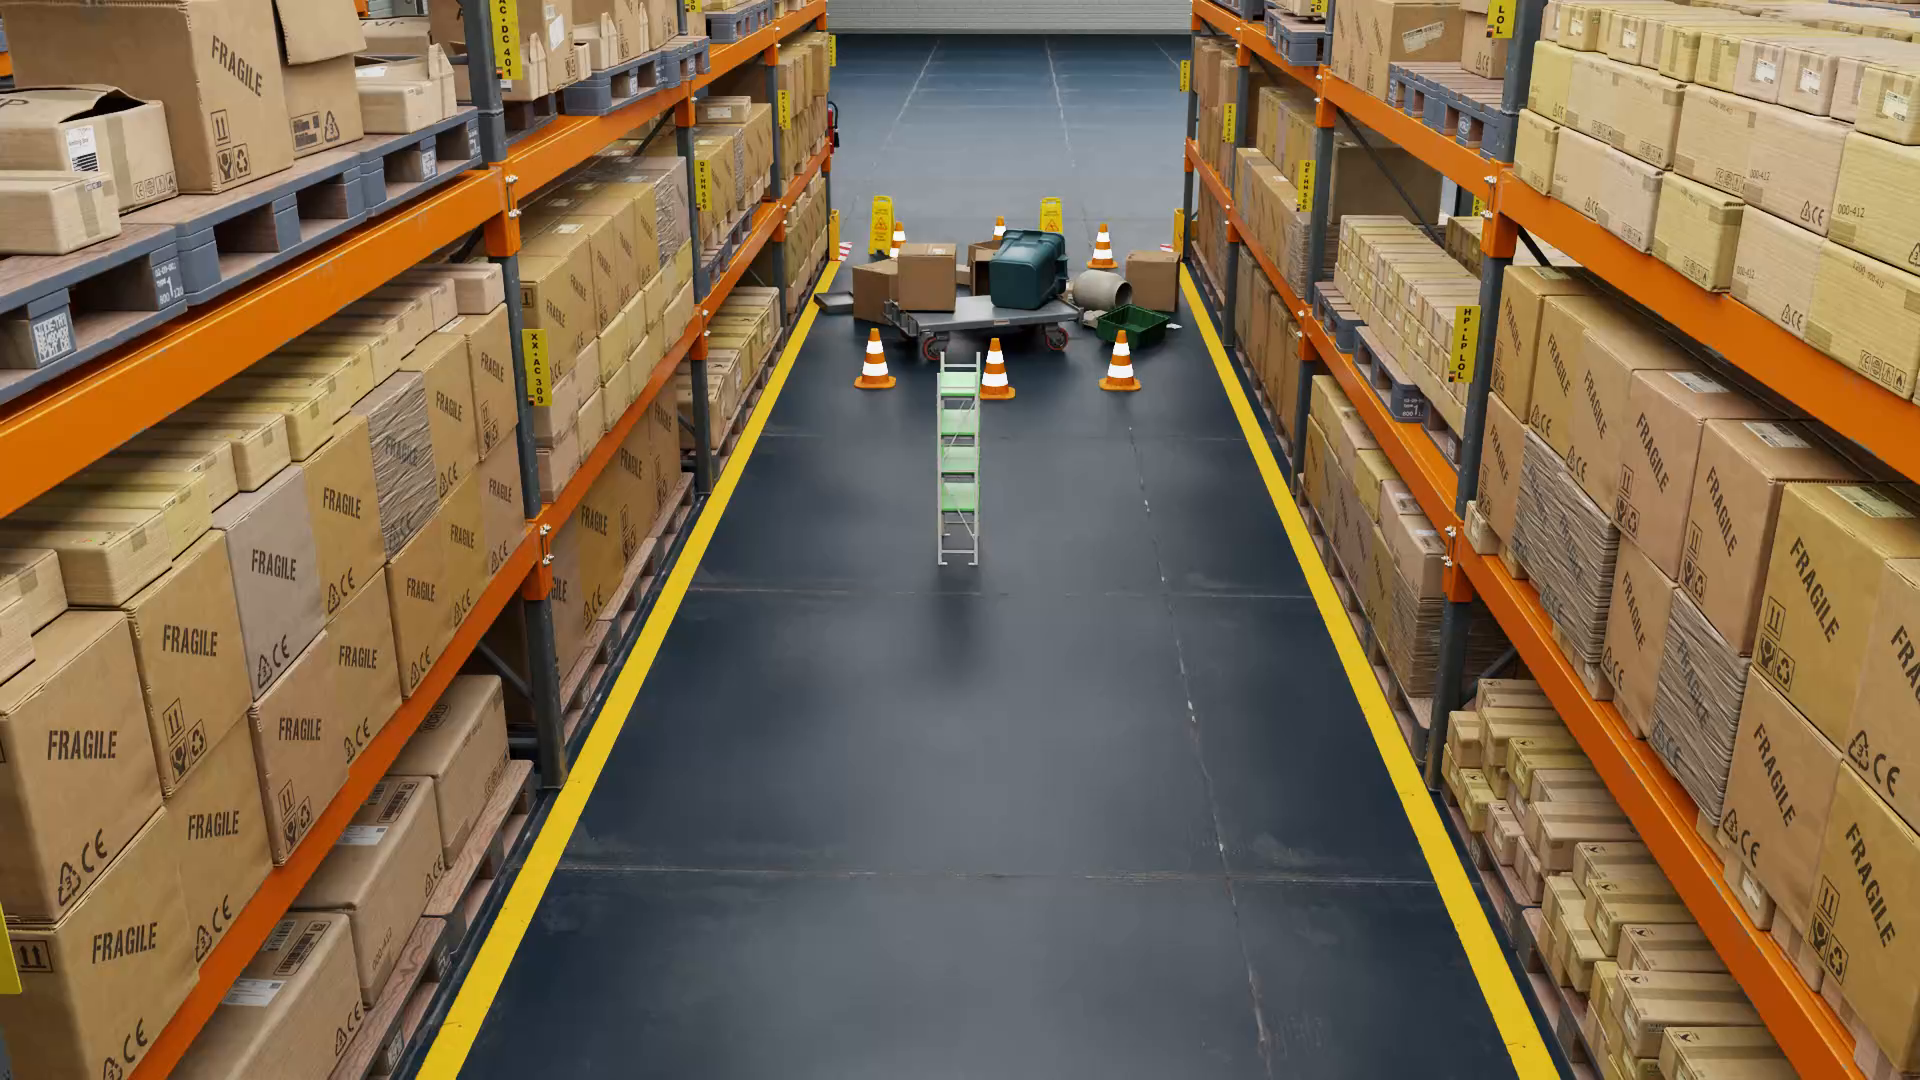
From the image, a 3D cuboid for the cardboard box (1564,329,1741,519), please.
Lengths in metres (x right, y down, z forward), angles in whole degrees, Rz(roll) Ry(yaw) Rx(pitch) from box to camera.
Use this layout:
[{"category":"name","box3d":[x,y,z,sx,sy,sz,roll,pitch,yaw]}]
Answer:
[{"category":"cardboard box","box3d":[2.333,-0.385,5.443,0.500,0.500,0.500,1,21,3]}]

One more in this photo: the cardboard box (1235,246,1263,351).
[{"category":"cardboard box","box3d":[2.951,-2.078,14.266,1.050,0.750,0.750,1,21,1]}]

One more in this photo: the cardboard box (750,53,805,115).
[{"category":"cardboard box","box3d":[-1.803,-4.167,15.189,0.700,0.500,0.500,1,21,2]}]

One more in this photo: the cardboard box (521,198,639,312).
[{"category":"cardboard box","box3d":[-1.998,-1.503,8.735,0.500,0.500,0.500,0,21,1]}]

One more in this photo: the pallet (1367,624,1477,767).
[{"category":"pallet","box3d":[2.659,0.755,8.291,1.003,0.211,1.213,1,21,2]}]

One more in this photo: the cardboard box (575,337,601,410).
[{"category":"cardboard box","box3d":[-2.031,-0.789,7.933,0.500,0.250,0.500,1,21,2]}]

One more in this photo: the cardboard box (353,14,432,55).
[{"category":"cardboard box","box3d":[-2.497,-2.155,7.332,0.500,0.311,0.500,1,21,2]}]

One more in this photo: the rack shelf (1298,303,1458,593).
[{"category":"rack shelf","box3d":[2.698,-0.651,9.055,1.077,0.370,4.000,1,21,2]}]

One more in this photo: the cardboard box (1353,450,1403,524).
[{"category":"cardboard box","box3d":[2.438,-0.293,8.975,0.500,0.250,0.500,0,21,-1]}]

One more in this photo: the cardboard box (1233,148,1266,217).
[{"category":"cardboard box","box3d":[2.595,-3.016,14.016,0.500,0.500,0.500,1,21,2]}]

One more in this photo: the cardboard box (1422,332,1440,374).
[{"category":"cardboard box","box3d":[2.473,-0.911,8.085,0.380,0.149,0.250,0,21,0]}]

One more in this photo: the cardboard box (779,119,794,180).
[{"category":"cardboard box","box3d":[-1.779,-3.515,14.893,0.500,0.500,0.500,1,21,1]}]

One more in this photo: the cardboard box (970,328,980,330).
[{"category":"cardboard box","box3d":[0.099,-2.170,15.755,0.258,0.266,0.396,-16,26,-35]}]

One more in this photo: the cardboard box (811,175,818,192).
[{"category":"cardboard box","box3d":[-1.667,-3.669,17.126,0.380,0.149,0.250,1,21,3]}]

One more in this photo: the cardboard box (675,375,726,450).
[{"category":"cardboard box","box3d":[-2.165,-0.903,11.761,0.950,0.372,0.625,-1,21,-2]}]

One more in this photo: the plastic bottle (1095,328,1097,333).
[{"category":"plastic bottle","box3d":[1.380,-1.903,15.348,0.133,0.061,0.283,-11,24,-26]}]

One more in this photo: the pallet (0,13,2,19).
[{"category":"pallet","box3d":[-7.191,-3.742,12.141,1.003,0.211,1.213,2,21,4]}]

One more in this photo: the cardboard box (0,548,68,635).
[{"category":"cardboard box","box3d":[-2.211,0.129,3.633,0.380,0.149,0.250,1,21,3]}]

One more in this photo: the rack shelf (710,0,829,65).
[{"category":"rack shelf","box3d":[-2.010,-4.960,16.014,1.077,0.370,4.000,1,21,2]}]

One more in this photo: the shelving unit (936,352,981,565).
[{"category":"shelving unit","box3d":[-0.005,-0.500,10.158,0.258,1.200,0.503,1,21,2]}]

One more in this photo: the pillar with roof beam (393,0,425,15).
[{"category":"pillar with roof beam","box3d":[-3.347,-9.351,22.188,9.100,9.000,0.400,1,21,2]}]

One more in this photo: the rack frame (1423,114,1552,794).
[{"category":"rack frame","box3d":[2.637,-0.264,7.061,1.000,3.000,0.127,1,21,2]}]

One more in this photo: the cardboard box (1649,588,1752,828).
[{"category":"cardboard box","box3d":[2.298,0.463,4.641,0.500,0.500,0.500,1,21,2]}]

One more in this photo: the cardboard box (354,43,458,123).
[{"category":"cardboard box","box3d":[-2.013,-1.625,5.891,0.396,0.266,0.258,1,21,3]}]

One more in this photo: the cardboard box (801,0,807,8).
[{"category":"cardboard box","box3d":[-1.682,-5.214,16.020,0.380,0.149,0.250,0,21,1]}]

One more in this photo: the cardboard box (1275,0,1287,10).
[{"category":"cardboard box","box3d":[2.532,-4.029,11.762,0.500,0.500,0.500,1,21,2]}]

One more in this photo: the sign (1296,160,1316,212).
[{"category":"sign","box3d":[2.204,-2.255,10.592,0.100,0.325,0.005,1,21,2]}]

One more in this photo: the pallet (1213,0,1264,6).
[{"category":"pallet","box3d":[2.955,-5.249,15.886,1.003,0.211,1.213,1,21,2]}]

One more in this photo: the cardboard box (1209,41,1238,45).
[{"category":"cardboard box","box3d":[3.027,-4.842,17.161,0.875,0.550,0.550,1,21,2]}]

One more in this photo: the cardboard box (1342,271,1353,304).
[{"category":"cardboard box","box3d":[2.535,-1.532,10.097,0.380,0.149,0.250,2,21,4]}]

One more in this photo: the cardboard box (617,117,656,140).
[{"category":"cardboard box","box3d":[-2.424,-3.006,12.102,0.380,0.149,0.250,0,21,-1]}]

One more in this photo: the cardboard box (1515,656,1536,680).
[{"category":"cardboard box","box3d":[2.924,0.442,8.119,0.500,0.500,0.500,1,21,4]}]

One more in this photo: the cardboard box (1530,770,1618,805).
[{"category":"cardboard box","box3d":[2.408,1.000,6.343,0.380,0.149,0.250,0,21,0]}]

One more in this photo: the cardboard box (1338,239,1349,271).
[{"category":"cardboard box","box3d":[2.543,-1.755,10.260,0.380,0.149,0.250,2,21,4]}]

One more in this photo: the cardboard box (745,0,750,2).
[{"category":"cardboard box","box3d":[-1.944,-4.486,13.423,0.500,0.250,0.500,0,21,1]}]

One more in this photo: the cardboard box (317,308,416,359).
[{"category":"cardboard box","box3d":[-2.129,-0.706,5.784,0.380,0.149,0.250,0,21,1]}]

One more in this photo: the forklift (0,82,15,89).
[{"category":"forklift","box3d":[-4.886,-1.125,9.378,1.130,2.935,3.031,0,21,0]}]

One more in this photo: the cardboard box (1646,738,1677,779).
[{"category":"cardboard box","box3d":[2.362,0.618,5.137,0.380,0.149,0.250,1,21,3]}]

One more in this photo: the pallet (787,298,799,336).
[{"category":"pallet","box3d":[-2.085,-2.117,15.694,1.003,0.211,1.213,1,21,2]}]

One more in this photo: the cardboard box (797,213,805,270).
[{"category":"cardboard box","box3d":[-1.778,-2.842,15.890,0.500,0.500,0.500,1,21,4]}]

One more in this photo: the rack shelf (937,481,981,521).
[{"category":"rack shelf","box3d":[-0.005,-0.216,10.268,0.258,0.148,0.480,1,21,2]}]

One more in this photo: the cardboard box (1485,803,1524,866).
[{"category":"cardboard box","box3d":[2.341,1.185,6.690,0.380,0.149,0.250,1,21,1]}]

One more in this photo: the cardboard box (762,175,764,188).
[{"category":"cardboard box","box3d":[-1.836,-2.968,13.799,0.380,0.149,0.250,0,21,0]}]

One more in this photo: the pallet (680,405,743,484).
[{"category":"pallet","box3d":[-2.167,-0.710,12.068,1.003,0.211,1.213,1,21,2]}]

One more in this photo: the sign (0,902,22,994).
[{"category":"sign","box3d":[-1.881,0.733,3.188,0.100,0.325,0.005,1,21,2]}]

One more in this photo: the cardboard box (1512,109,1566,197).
[{"category":"cardboard box","box3d":[2.359,-1.428,6.122,0.500,0.250,0.500,2,21,4]}]

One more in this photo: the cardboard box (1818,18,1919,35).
[{"category":"cardboard box","box3d":[2.877,-1.518,5.113,0.380,0.149,0.250,0,21,-1]}]

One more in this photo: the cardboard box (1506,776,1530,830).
[{"category":"cardboard box","box3d":[2.417,1.040,6.652,0.380,0.149,0.250,1,21,1]}]

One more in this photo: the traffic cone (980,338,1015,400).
[{"category":"traffic cone","box3d":[0.282,-1.412,13.528,0.336,0.463,0.334,1,21,2]}]

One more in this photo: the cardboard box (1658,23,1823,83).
[{"category":"cardboard box","box3d":[2.298,-1.434,4.896,0.380,0.149,0.250,2,21,4]}]

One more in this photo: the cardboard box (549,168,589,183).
[{"category":"cardboard box","box3d":[-2.457,-1.885,9.721,0.500,0.500,0.500,1,21,2]}]

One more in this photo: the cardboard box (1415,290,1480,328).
[{"category":"cardboard box","box3d":[2.490,-1.141,8.268,0.380,0.149,0.250,0,21,0]}]

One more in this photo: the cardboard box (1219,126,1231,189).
[{"category":"cardboard box","box3d":[2.874,-3.559,15.346,0.875,0.550,0.550,1,21,2]}]

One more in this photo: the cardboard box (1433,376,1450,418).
[{"category":"cardboard box","box3d":[2.468,-0.672,7.881,0.380,0.149,0.250,1,21,1]}]

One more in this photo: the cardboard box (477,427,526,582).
[{"category":"cardboard box","box3d":[-2.073,-0.158,6.650,0.500,0.500,0.500,1,21,2]}]
